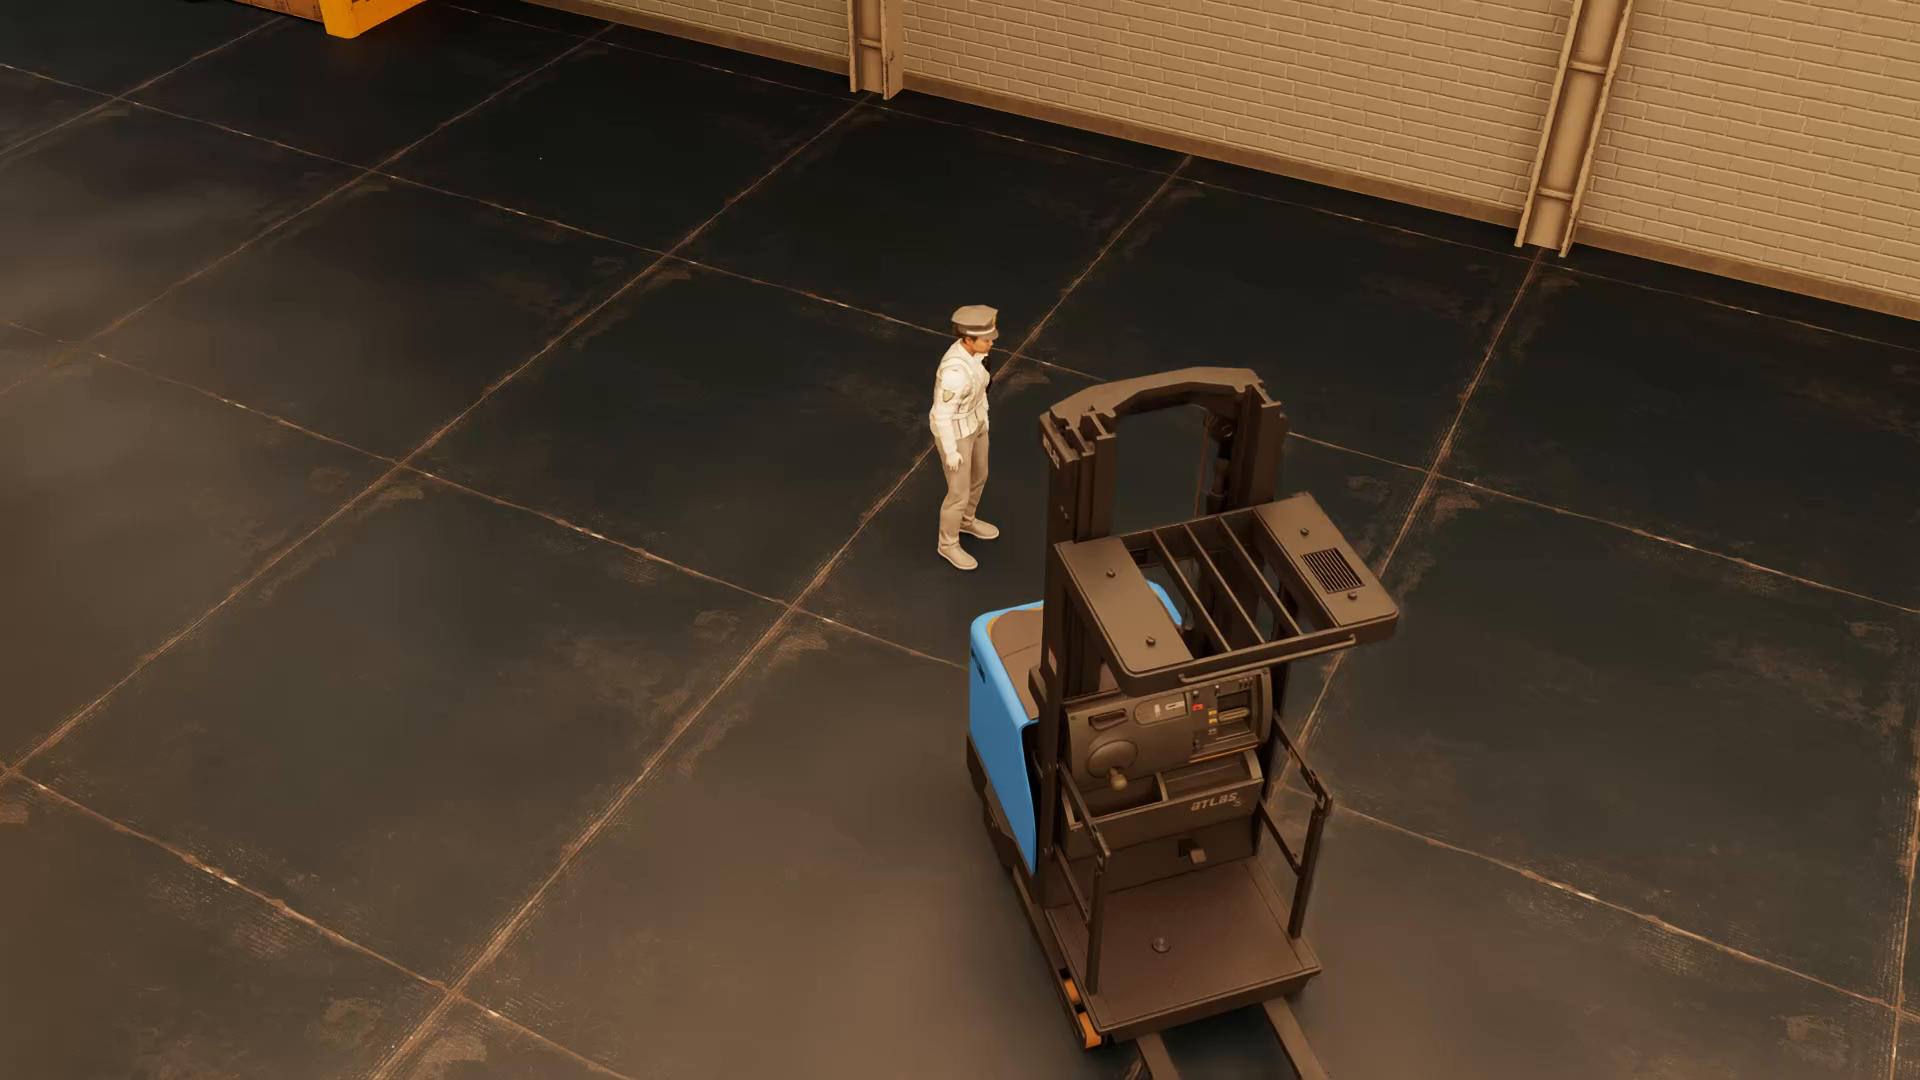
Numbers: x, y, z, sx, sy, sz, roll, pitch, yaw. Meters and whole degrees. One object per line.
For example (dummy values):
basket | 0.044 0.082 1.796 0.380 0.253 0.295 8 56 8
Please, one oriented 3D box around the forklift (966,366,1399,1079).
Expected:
forklift | 0.967 0.881 6.940 1.130 2.935 3.031 -12 41 -13

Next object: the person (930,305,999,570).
person | 0.031 -0.632 9.724 0.372 1.663 0.529 17 43 19
